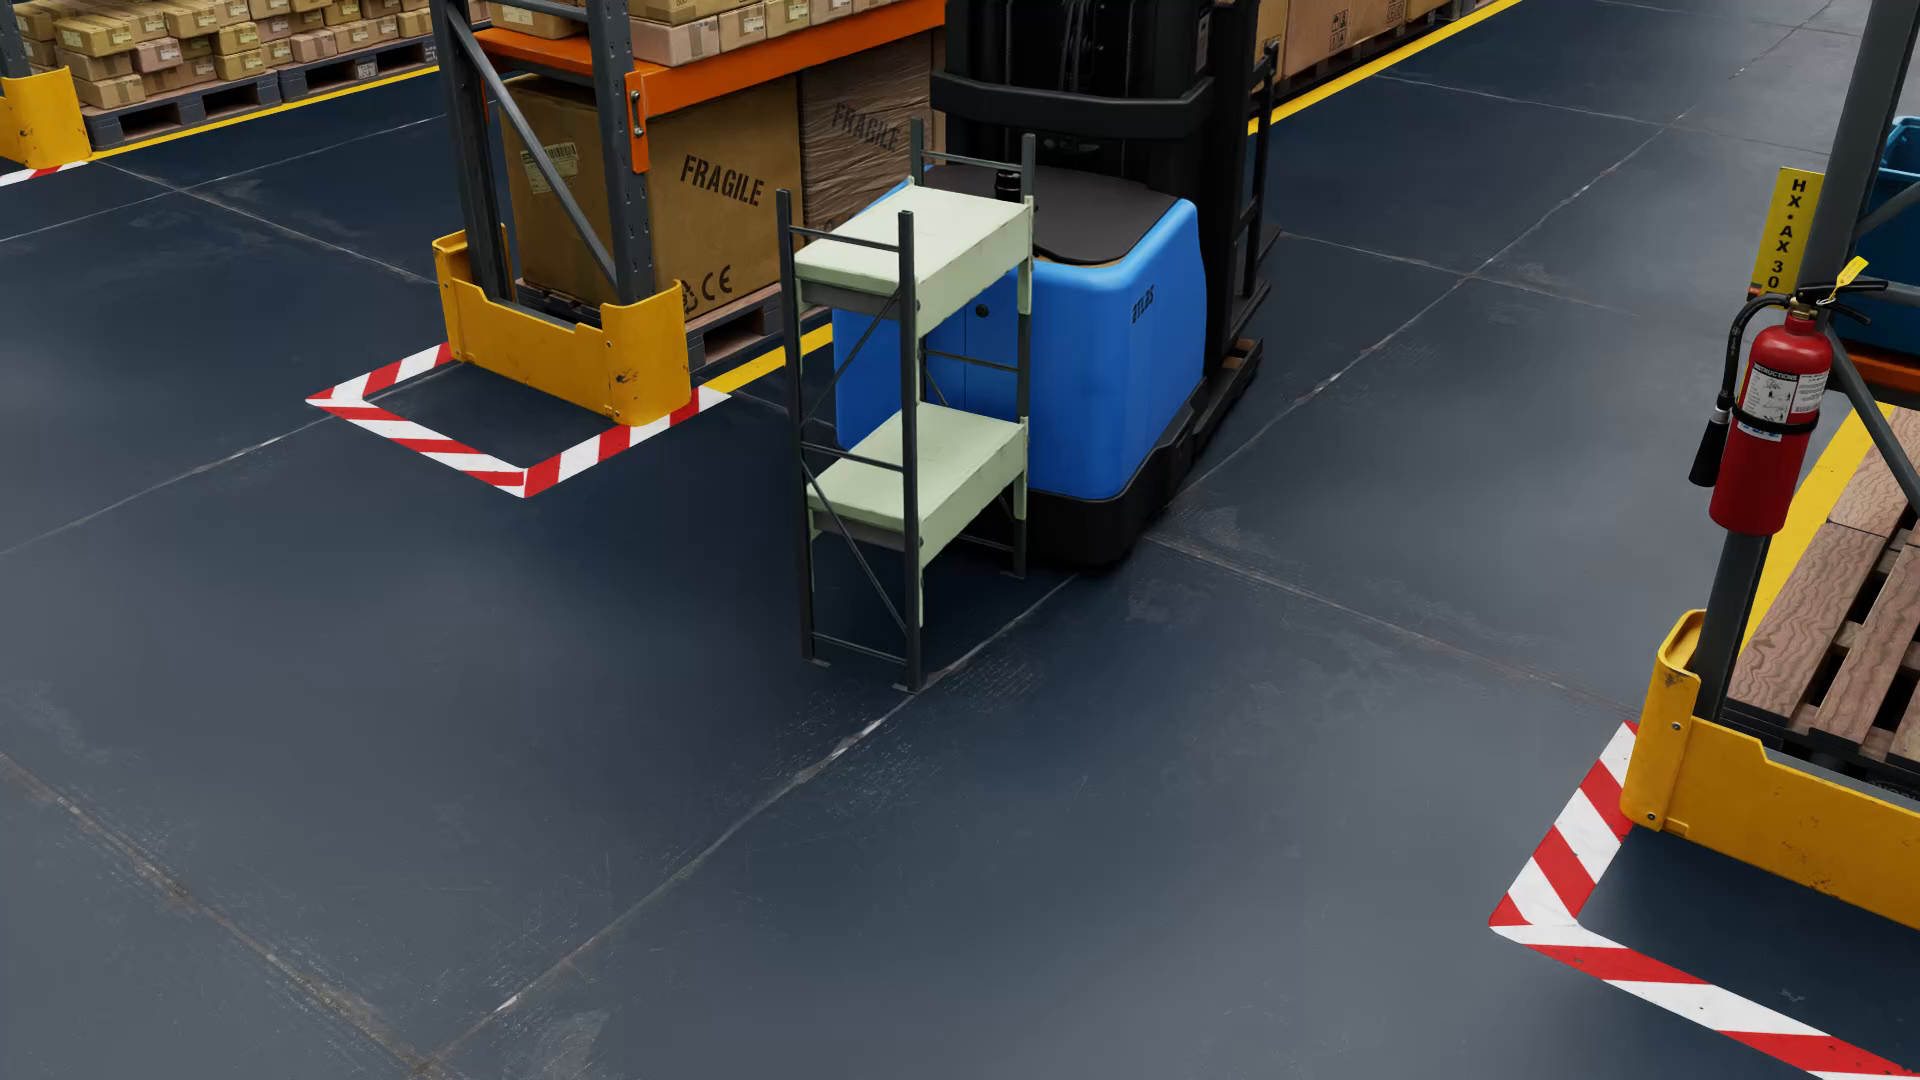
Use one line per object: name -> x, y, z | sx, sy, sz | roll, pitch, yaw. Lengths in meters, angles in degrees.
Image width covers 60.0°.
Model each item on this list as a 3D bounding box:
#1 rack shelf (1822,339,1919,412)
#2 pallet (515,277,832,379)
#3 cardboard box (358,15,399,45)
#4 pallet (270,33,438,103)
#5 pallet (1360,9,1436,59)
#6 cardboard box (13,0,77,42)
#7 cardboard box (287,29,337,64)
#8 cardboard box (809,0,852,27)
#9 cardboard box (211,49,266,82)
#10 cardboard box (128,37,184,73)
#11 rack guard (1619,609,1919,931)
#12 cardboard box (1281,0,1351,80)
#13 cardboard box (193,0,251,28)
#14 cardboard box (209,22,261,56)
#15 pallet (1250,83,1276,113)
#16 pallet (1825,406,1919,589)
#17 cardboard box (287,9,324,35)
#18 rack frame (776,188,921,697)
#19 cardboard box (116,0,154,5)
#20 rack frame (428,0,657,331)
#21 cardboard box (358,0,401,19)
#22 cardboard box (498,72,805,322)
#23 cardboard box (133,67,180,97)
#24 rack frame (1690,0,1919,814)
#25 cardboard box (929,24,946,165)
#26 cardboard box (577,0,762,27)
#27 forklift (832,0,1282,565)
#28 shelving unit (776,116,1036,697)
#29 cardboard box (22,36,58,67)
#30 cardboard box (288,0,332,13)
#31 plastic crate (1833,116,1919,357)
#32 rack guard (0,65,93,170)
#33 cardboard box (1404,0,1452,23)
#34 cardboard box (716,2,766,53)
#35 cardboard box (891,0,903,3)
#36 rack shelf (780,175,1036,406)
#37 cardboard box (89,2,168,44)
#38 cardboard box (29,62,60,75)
rack shelf -> 3.546, -0.957, 5.128 | 1.077, 0.370, 4.000 | 21, 37, 31
pallet -> -1.190, -1.127, 7.445 | 1.003, 0.211, 1.213 | 21, 37, 31
cardboard box -> -3.890, -3.355, 10.854 | 0.380, 0.149, 0.250 | 22, 37, 32
pallet -> -4.202, -3.190, 10.925 | 1.003, 0.211, 1.213 | 21, 37, 31
pallet -> 2.683, -3.733, 11.841 | 1.003, 0.211, 1.213 | 21, 37, 31
cardboard box -> -5.386, -3.049, 9.753 | 0.380, 0.149, 0.250 | 22, 37, 32
cardboard box -> -4.155, -3.126, 10.468 | 0.380, 0.149, 0.250 | 19, 36, 29
cardboard box -> -0.668, -2.228, 6.813 | 0.380, 0.149, 0.250 | 20, 36, 31
cardboard box -> -4.453, -2.919, 10.117 | 0.380, 0.149, 0.250 | 22, 37, 32
cardboard box -> -4.772, -2.855, 9.719 | 0.380, 0.149, 0.250 | 21, 37, 31
rack guard -> 2.335, 0.636, 4.187 | 1.175, 0.500, 0.348 | 21, 37, 31
cardboard box -> 1.714, -3.500, 10.386 | 1.225, 0.875, 0.875 | 20, 36, 30
cardboard box -> -4.508, -3.202, 10.012 | 0.380, 0.149, 0.250 | 19, 36, 29
cardboard box -> -4.453, -3.053, 10.052 | 0.380, 0.149, 0.250 | 22, 37, 33
pallet -> 1.210, -2.741, 10.168 | 1.003, 0.211, 1.213 | 21, 37, 31
pallet -> 3.605, -0.071, 5.663 | 1.003, 0.211, 1.213 | 21, 37, 31
cardboard box -> -4.238, -3.313, 10.491 | 0.380, 0.149, 0.250 | 23, 38, 34
rack frame -> -0.300, -0.229, 4.665 | 0.400, 1.500, 0.023 | 15, 34, 23
cardboard box -> -5.133, -3.278, 10.139 | 0.380, 0.149, 0.250 | 20, 36, 30
rack frame -> -1.610, -1.978, 6.145 | 1.000, 3.000, 0.127 | 21, 37, 31
cardboard box -> -3.872, -3.515, 10.832 | 0.380, 0.149, 0.250 | 19, 36, 29
cardboard box -> -1.287, -1.529, 7.060 | 0.875, 0.875, 0.875 | 21, 37, 31
cardboard box -> -4.839, -2.746, 9.825 | 0.380, 0.149, 0.250 | 21, 37, 31
rack frame -> 2.339, -0.454, 3.573 | 1.000, 3.000, 0.127 | 21, 37, 31
cardboard box -> -0.201, -2.261, 8.295 | 0.875, 0.875, 0.875 | 21, 37, 31
cardboard box -> -1.105, -2.153, 6.297 | 0.500, 0.250, 0.500 | 20, 36, 30
forklift -> 0.606, -1.913, 6.102 | 1.130, 2.935, 3.031 | 12, 33, 20
shelving unit -> -0.133, -0.394, 4.944 | 0.431, 1.500, 0.755 | 15, 34, 23
cardboard box -> -5.412, -2.930, 9.844 | 0.380, 0.149, 0.250 | 20, 36, 30
cardboard box -> -4.137, -3.405, 10.354 | 0.380, 0.149, 0.250 | 22, 37, 32
plastic crate -> 2.392, -0.688, 3.875 | 0.616, 0.435, 0.499 | 21, 37, 31
rack guard -> -5.457, -2.501, 9.480 | 1.175, 0.500, 0.348 | 21, 37, 31
cardboard box -> 2.786, -4.222, 11.604 | 1.225, 0.875, 0.875 | 19, 36, 29
cardboard box -> -0.979, -2.017, 6.458 | 0.380, 0.149, 0.250 | 21, 36, 31
cardboard box -> -0.358, -2.436, 7.164 | 0.380, 0.149, 0.250 | 21, 36, 31
rack shelf -> -0.133, -0.730, 4.745 | 0.431, 0.370, 0.720 | 15, 34, 23
cardboard box -> -4.846, -3.013, 9.693 | 0.380, 0.149, 0.250 | 22, 37, 32
cardboard box -> -5.352, -2.778, 9.879 | 0.380, 0.149, 0.250 | 22, 37, 32
